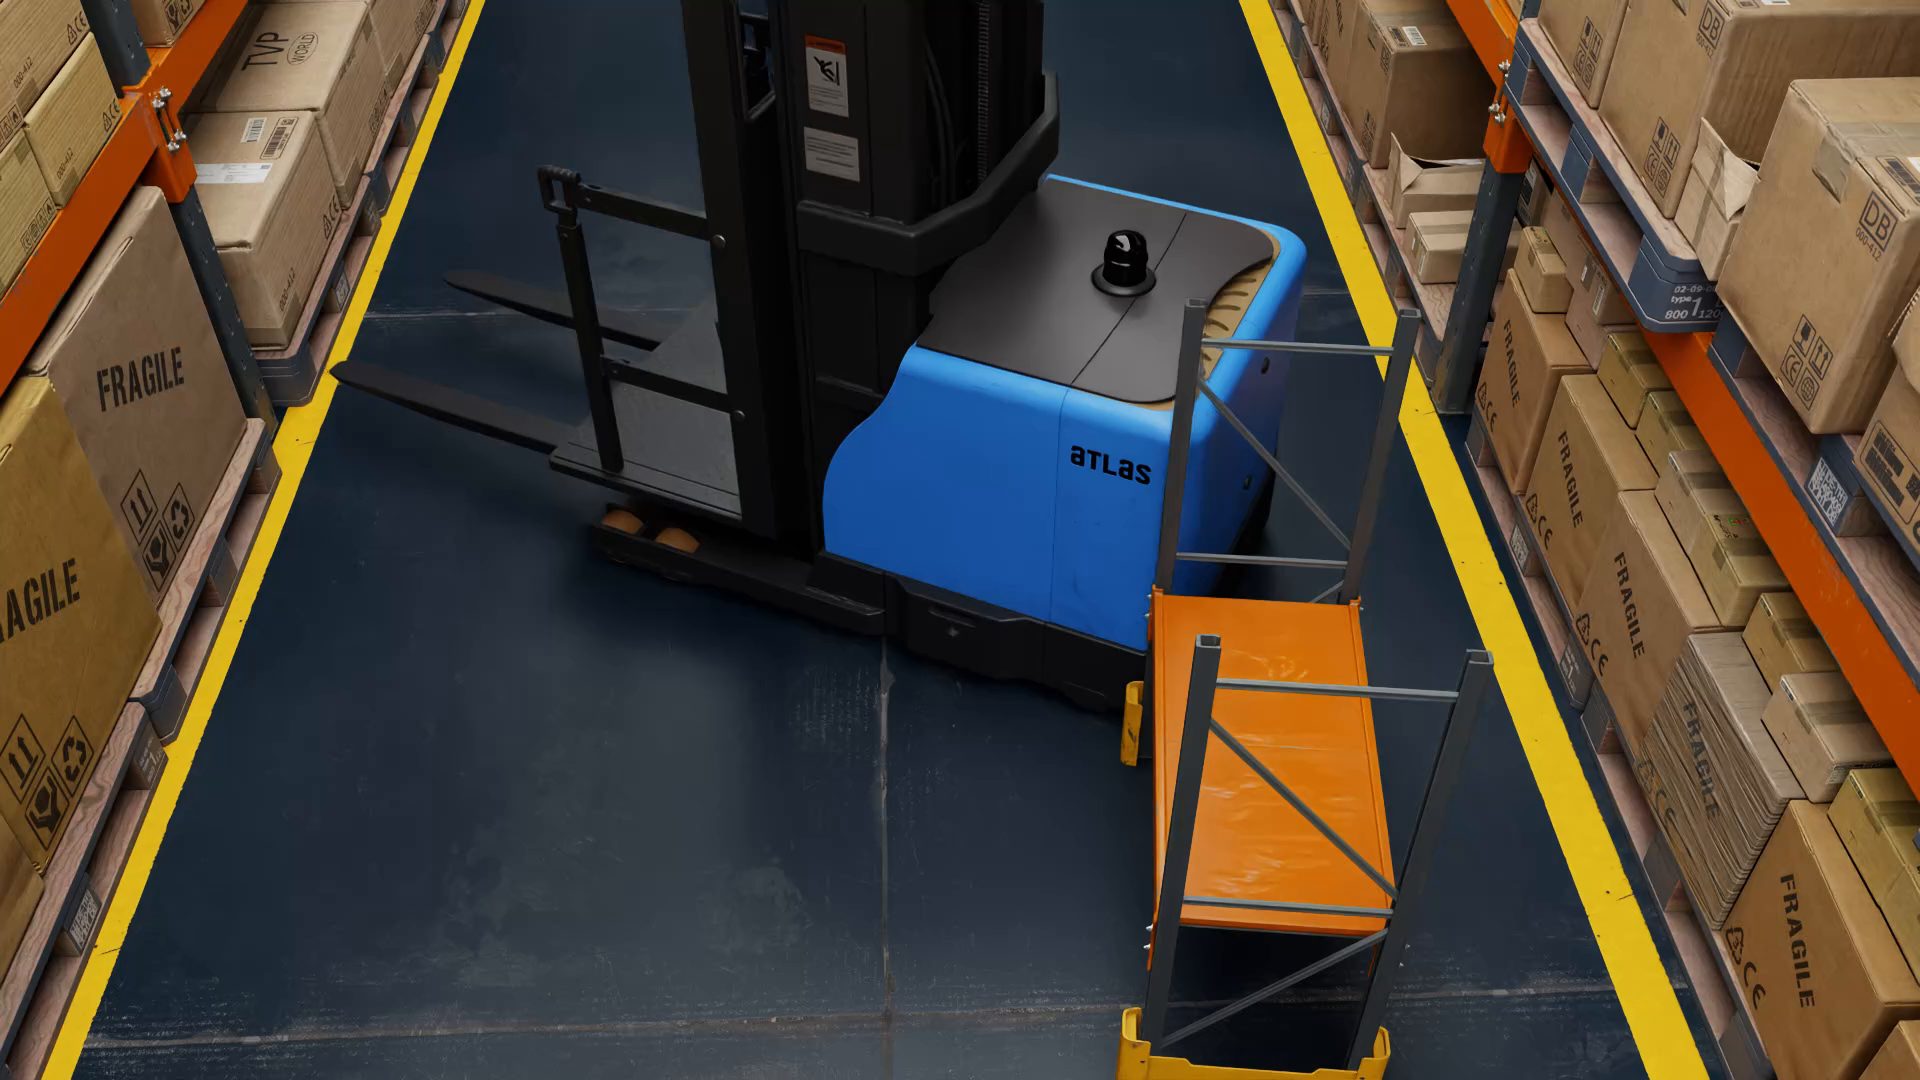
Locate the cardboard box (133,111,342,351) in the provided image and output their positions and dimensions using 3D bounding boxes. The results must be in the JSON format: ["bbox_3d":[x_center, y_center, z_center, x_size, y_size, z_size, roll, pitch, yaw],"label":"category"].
[{"bbox_3d":[-2.739,-1.078,5.792,0.875,0.438,0.875,-2,43,-2],"label":"cardboard box"}]

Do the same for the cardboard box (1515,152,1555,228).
[{"bbox_3d":[2.347,-1.203,6.021,0.500,0.311,0.500,0,43,0],"label":"cardboard box"}]

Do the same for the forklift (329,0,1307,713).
[{"bbox_3d":[-0.587,-1.260,4.456,3.031,2.935,1.130,17,45,18],"label":"forklift"}]

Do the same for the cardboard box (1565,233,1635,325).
[{"bbox_3d":[1.948,-0.744,4.681,0.380,0.149,0.250,-4,43,-4],"label":"cardboard box"}]

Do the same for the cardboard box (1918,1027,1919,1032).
[{"bbox_3d":[2.026,0.953,3.049,0.380,0.149,0.250,-3,43,-3],"label":"cardboard box"}]

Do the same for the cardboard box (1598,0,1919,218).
[{"bbox_3d":[1.958,-1.095,3.840,0.700,0.500,0.500,-1,43,-1],"label":"cardboard box"}]

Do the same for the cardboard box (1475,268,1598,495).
[{"bbox_3d":[1.935,-0.486,5.100,0.500,0.500,0.500,0,43,0],"label":"cardboard box"}]

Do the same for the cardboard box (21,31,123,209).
[{"bbox_3d":[-2.549,-1.090,4.331,0.500,0.250,0.500,-3,43,-3],"label":"cardboard box"}]

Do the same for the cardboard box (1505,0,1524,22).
[{"bbox_3d":[1.873,-1.702,5.072,0.380,0.149,0.250,-1,43,-1],"label":"cardboard box"}]

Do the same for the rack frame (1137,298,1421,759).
[{"bbox_3d":[0.737,0.053,4.082,0.500,1.500,0.032,3,43,3],"label":"rack frame"}]

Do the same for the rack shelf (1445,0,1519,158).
[{"bbox_3d":[2.054,-2.671,6.477,1.077,0.370,4.000,-2,43,-2],"label":"rack shelf"}]

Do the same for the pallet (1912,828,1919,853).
[{"bbox_3d":[2.210,0.729,2.376,1.213,0.211,1.003,-2,43,-2],"label":"pallet"}]

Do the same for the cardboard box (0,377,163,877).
[{"bbox_3d":[-2.667,0.213,4.059,0.875,0.875,0.875,-1,43,-1],"label":"cardboard box"}]

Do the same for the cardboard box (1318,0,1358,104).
[{"bbox_3d":[1.821,-2.166,6.933,0.500,0.500,0.500,-1,43,-1],"label":"cardboard box"}]

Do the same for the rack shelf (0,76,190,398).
[{"bbox_3d":[-2.735,0.174,3.372,1.077,0.370,4.000,-2,43,-2],"label":"rack shelf"}]

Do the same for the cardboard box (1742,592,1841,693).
[{"bbox_3d":[2.047,0.252,3.814,0.380,0.149,0.250,-1,43,-2],"label":"cardboard box"}]

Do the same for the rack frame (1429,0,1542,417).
[{"bbox_3d":[2.139,-1.586,4.760,1.000,3.000,0.127,-2,43,-2],"label":"rack frame"}]

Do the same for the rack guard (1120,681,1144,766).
[{"bbox_3d":[0.737,0.515,4.504,0.587,0.250,0.087,3,43,3],"label":"rack guard"}]

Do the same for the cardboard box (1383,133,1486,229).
[{"bbox_3d":[1.807,-1.342,6.206,0.396,0.266,0.258,0,43,0],"label":"cardboard box"}]

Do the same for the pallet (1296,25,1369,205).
[{"bbox_3d":[2.056,-1.847,7.109,1.003,0.211,1.213,-2,43,-2],"label":"pallet"}]

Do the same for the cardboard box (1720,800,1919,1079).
[{"bbox_3d":[2.041,0.910,3.576,0.500,0.500,0.500,0,43,0],"label":"cardboard box"}]

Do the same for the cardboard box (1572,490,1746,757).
[{"bbox_3d":[1.984,0.210,4.340,0.500,0.500,0.500,-3,43,-3],"label":"cardboard box"}]

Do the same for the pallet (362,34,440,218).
[{"bbox_3d":[-2.829,-1.754,7.008,1.003,0.211,1.213,-2,43,-2],"label":"pallet"}]

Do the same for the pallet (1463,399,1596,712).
[{"bbox_3d":[2.212,-0.010,5.105,1.003,0.211,1.213,-2,43,-2],"label":"pallet"}]

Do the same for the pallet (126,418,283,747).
[{"bbox_3d":[-2.712,0.106,4.979,1.003,0.211,1.213,-2,43,-2],"label":"pallet"}]

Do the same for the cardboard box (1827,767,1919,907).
[{"bbox_3d":[2.049,0.605,3.429,0.380,0.149,0.250,-2,43,-2],"label":"cardboard box"}]

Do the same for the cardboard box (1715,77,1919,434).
[{"bbox_3d":[1.992,-0.565,3.262,0.700,0.500,0.500,-2,43,-2],"label":"cardboard box"}]

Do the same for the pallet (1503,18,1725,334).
[{"bbox_3d":[2.064,-0.973,4.233,1.003,0.211,1.213,-2,43,-2],"label":"pallet"}]

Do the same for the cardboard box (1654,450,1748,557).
[{"bbox_3d":[1.999,-0.097,4.195,0.380,0.149,0.250,-2,43,-2],"label":"cardboard box"}]

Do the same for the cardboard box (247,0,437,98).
[{"bbox_3d":[-2.814,-2.292,7.115,0.875,0.438,0.875,-1,43,-1],"label":"cardboard box"}]

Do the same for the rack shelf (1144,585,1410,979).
[{"bbox_3d":[0.695,0.528,3.830,0.538,0.185,1.000,3,43,3],"label":"rack shelf"}]

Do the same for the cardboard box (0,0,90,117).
[{"bbox_3d":[-2.558,-1.280,4.167,0.500,0.250,0.500,-2,43,-2],"label":"cardboard box"}]

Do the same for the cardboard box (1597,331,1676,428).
[{"bbox_3d":[2.000,-0.451,4.581,0.380,0.149,0.250,-4,43,-4],"label":"cardboard box"}]

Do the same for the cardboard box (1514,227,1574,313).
[{"bbox_3d":[1.889,-0.809,4.972,0.380,0.149,0.250,0,43,0],"label":"cardboard box"}]

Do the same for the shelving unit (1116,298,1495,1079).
[{"bbox_3d":[0.696,0.389,3.715,0.587,1.500,1.083,3,43,3],"label":"shelving unit"}]
